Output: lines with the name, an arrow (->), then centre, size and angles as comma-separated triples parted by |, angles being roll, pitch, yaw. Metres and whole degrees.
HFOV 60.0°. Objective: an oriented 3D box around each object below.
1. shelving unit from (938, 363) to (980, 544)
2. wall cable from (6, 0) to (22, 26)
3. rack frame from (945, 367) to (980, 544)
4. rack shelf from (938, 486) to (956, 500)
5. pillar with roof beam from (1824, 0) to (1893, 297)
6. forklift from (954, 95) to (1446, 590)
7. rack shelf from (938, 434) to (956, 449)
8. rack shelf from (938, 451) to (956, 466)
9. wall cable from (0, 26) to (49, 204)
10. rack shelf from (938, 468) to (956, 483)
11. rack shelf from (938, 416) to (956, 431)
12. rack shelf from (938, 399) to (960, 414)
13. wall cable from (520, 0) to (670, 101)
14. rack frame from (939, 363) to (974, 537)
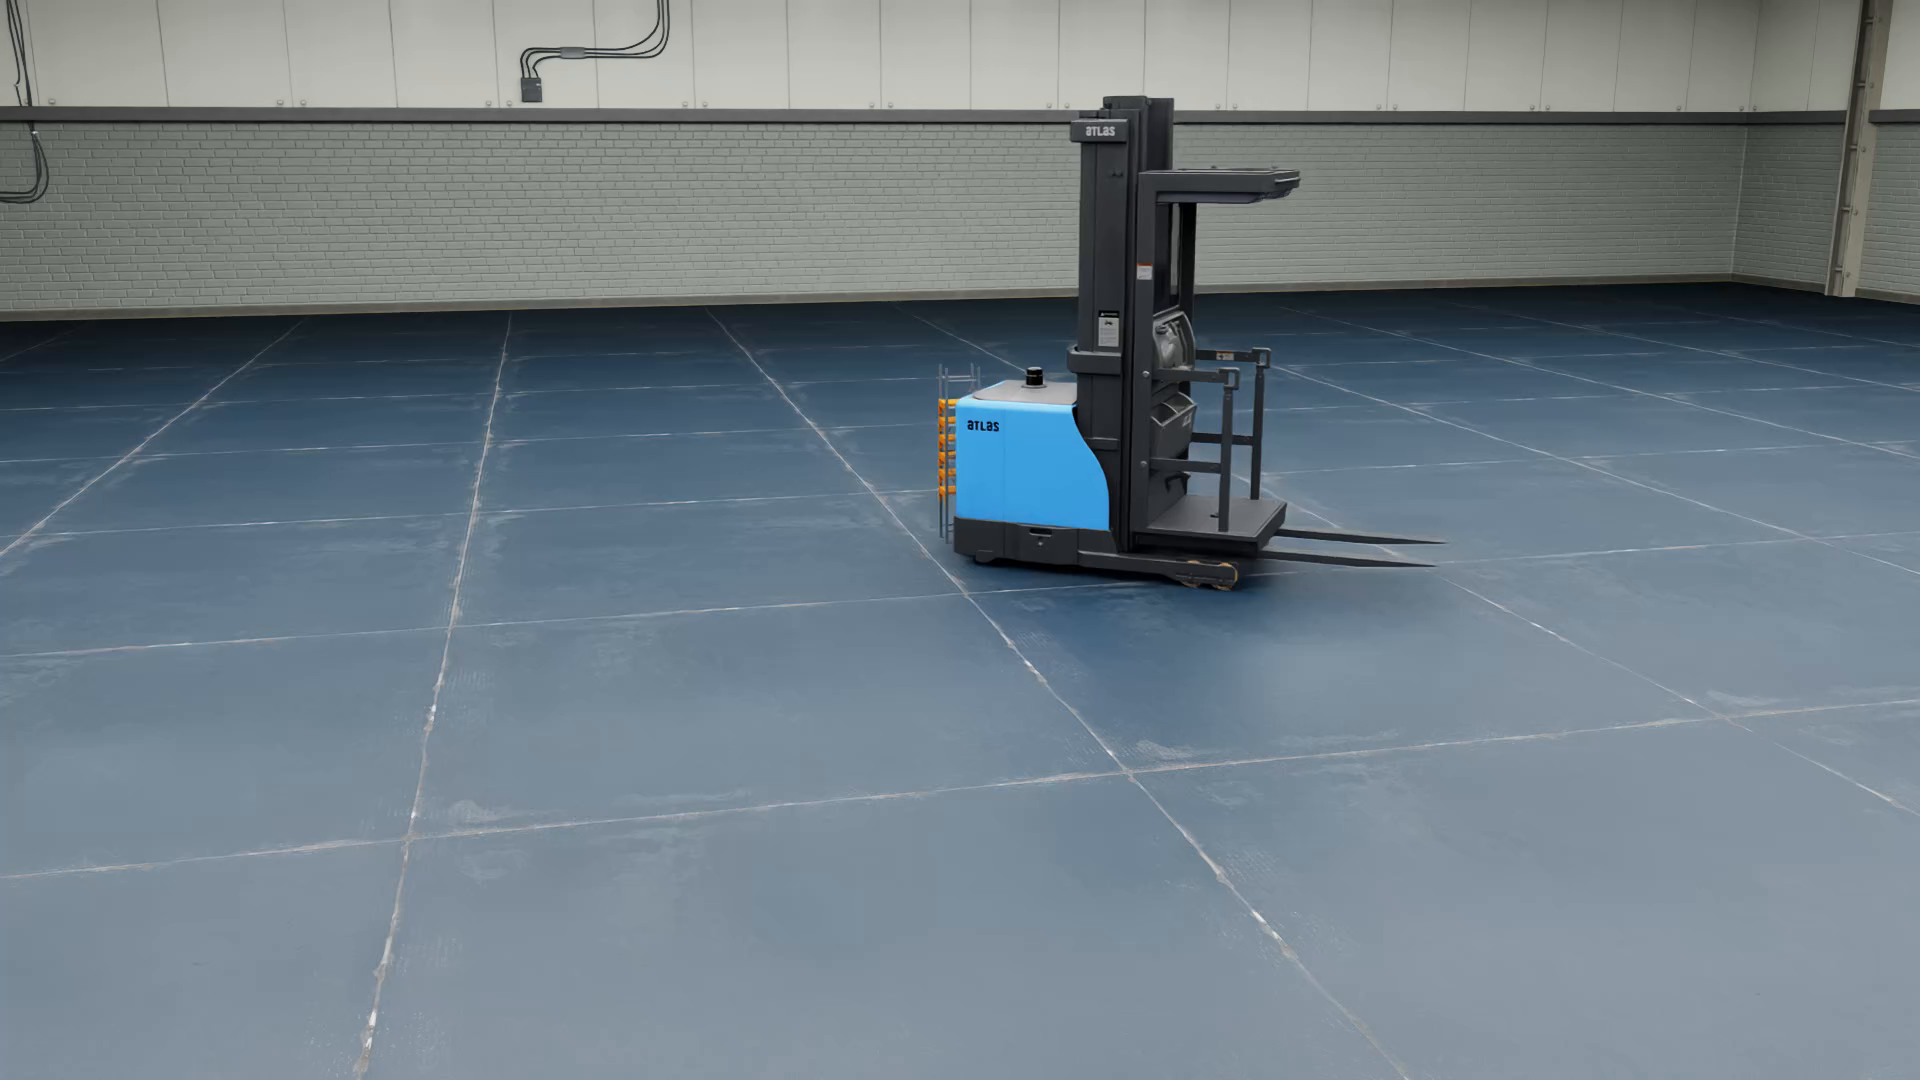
shelving unit -> -0.004, -0.586, 11.298 | 0.258, 1.200, 0.189 | -3, 14, -13
wall cable -> -12.240, -8.669, 23.851 | 3.097, 2.526, 0.112 | -3, 14, -13
rack frame -> 0.018, -0.565, 11.212 | 0.240, 1.200, 0.006 | -3, 14, -13
rack shelf -> -0.004, -0.310, 11.366 | 0.258, 0.103, 0.180 | -3, 14, -13
pillar with roof beam -> 10.972, -8.336, 26.586 | 9.100, 9.000, 0.400 | -3, 14, -13
forklift -> 1.530, -1.258, 10.399 | 3.031, 2.935, 1.130 | 5, 15, 20
rack shelf -> -0.004, -0.660, 11.280 | 0.258, 0.103, 0.180 | -3, 14, -13
rack shelf -> -0.004, -0.543, 11.309 | 0.258, 0.103, 0.180 | -3, 14, -13
wall cable -> -14.869, -6.065, 23.833 | 3.097, 2.526, 0.112 | -3, 14, -13
rack shelf -> -0.004, -0.426, 11.337 | 0.258, 0.103, 0.180 | -3, 14, -13
rack shelf -> -0.003, -0.776, 11.252 | 0.258, 0.103, 0.180 | -3, 14, -13
rack shelf -> -0.003, -0.893, 11.223 | 0.258, 0.103, 0.180 | -3, 14, -13
wall cable -> -5.638, -9.751, 25.212 | 2.305, 6.003, 0.169 | -3, 14, -13
rack frame -> -0.025, -0.607, 11.385 | 0.240, 1.200, 0.006 | -3, 14, -13
